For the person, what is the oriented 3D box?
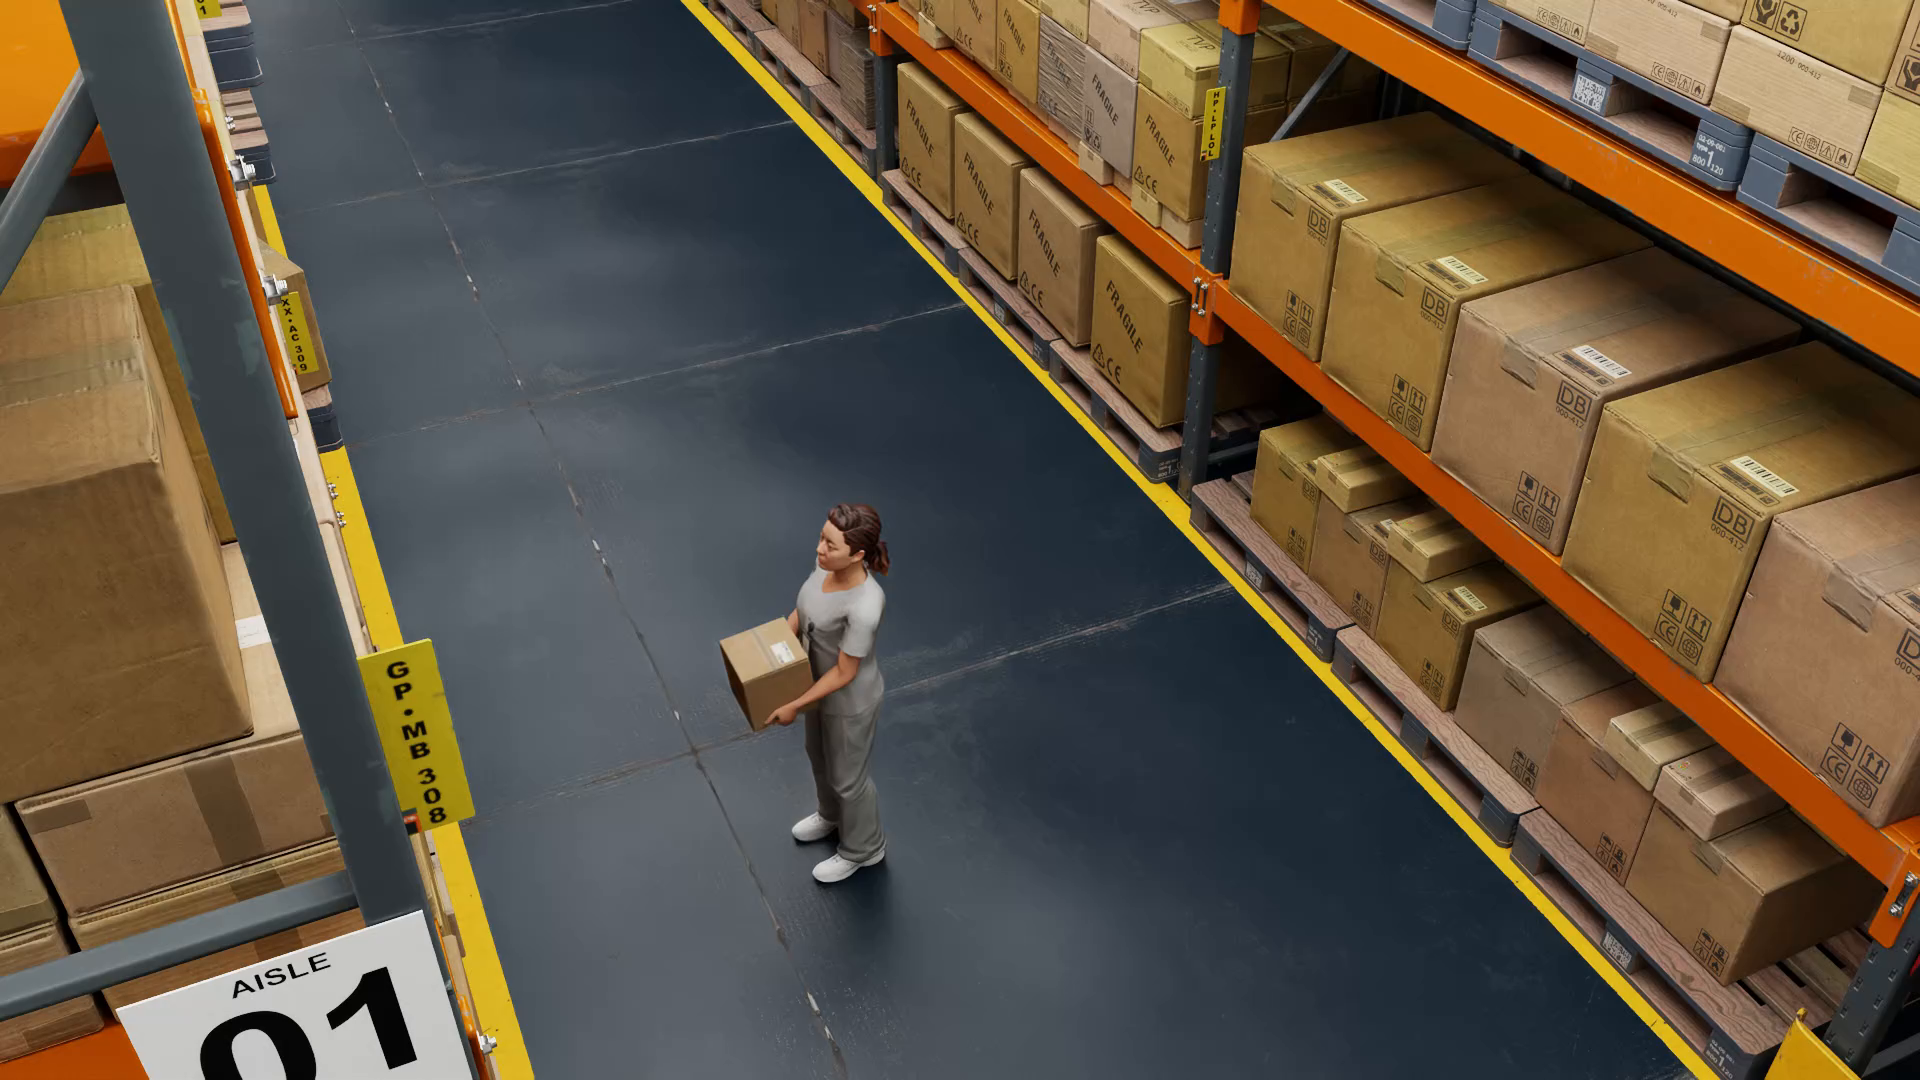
[{"bbox_3d":[-0.495,0.576,6.107,0.549,1.667,0.442,-16,40,-20],"label":"person"}]
